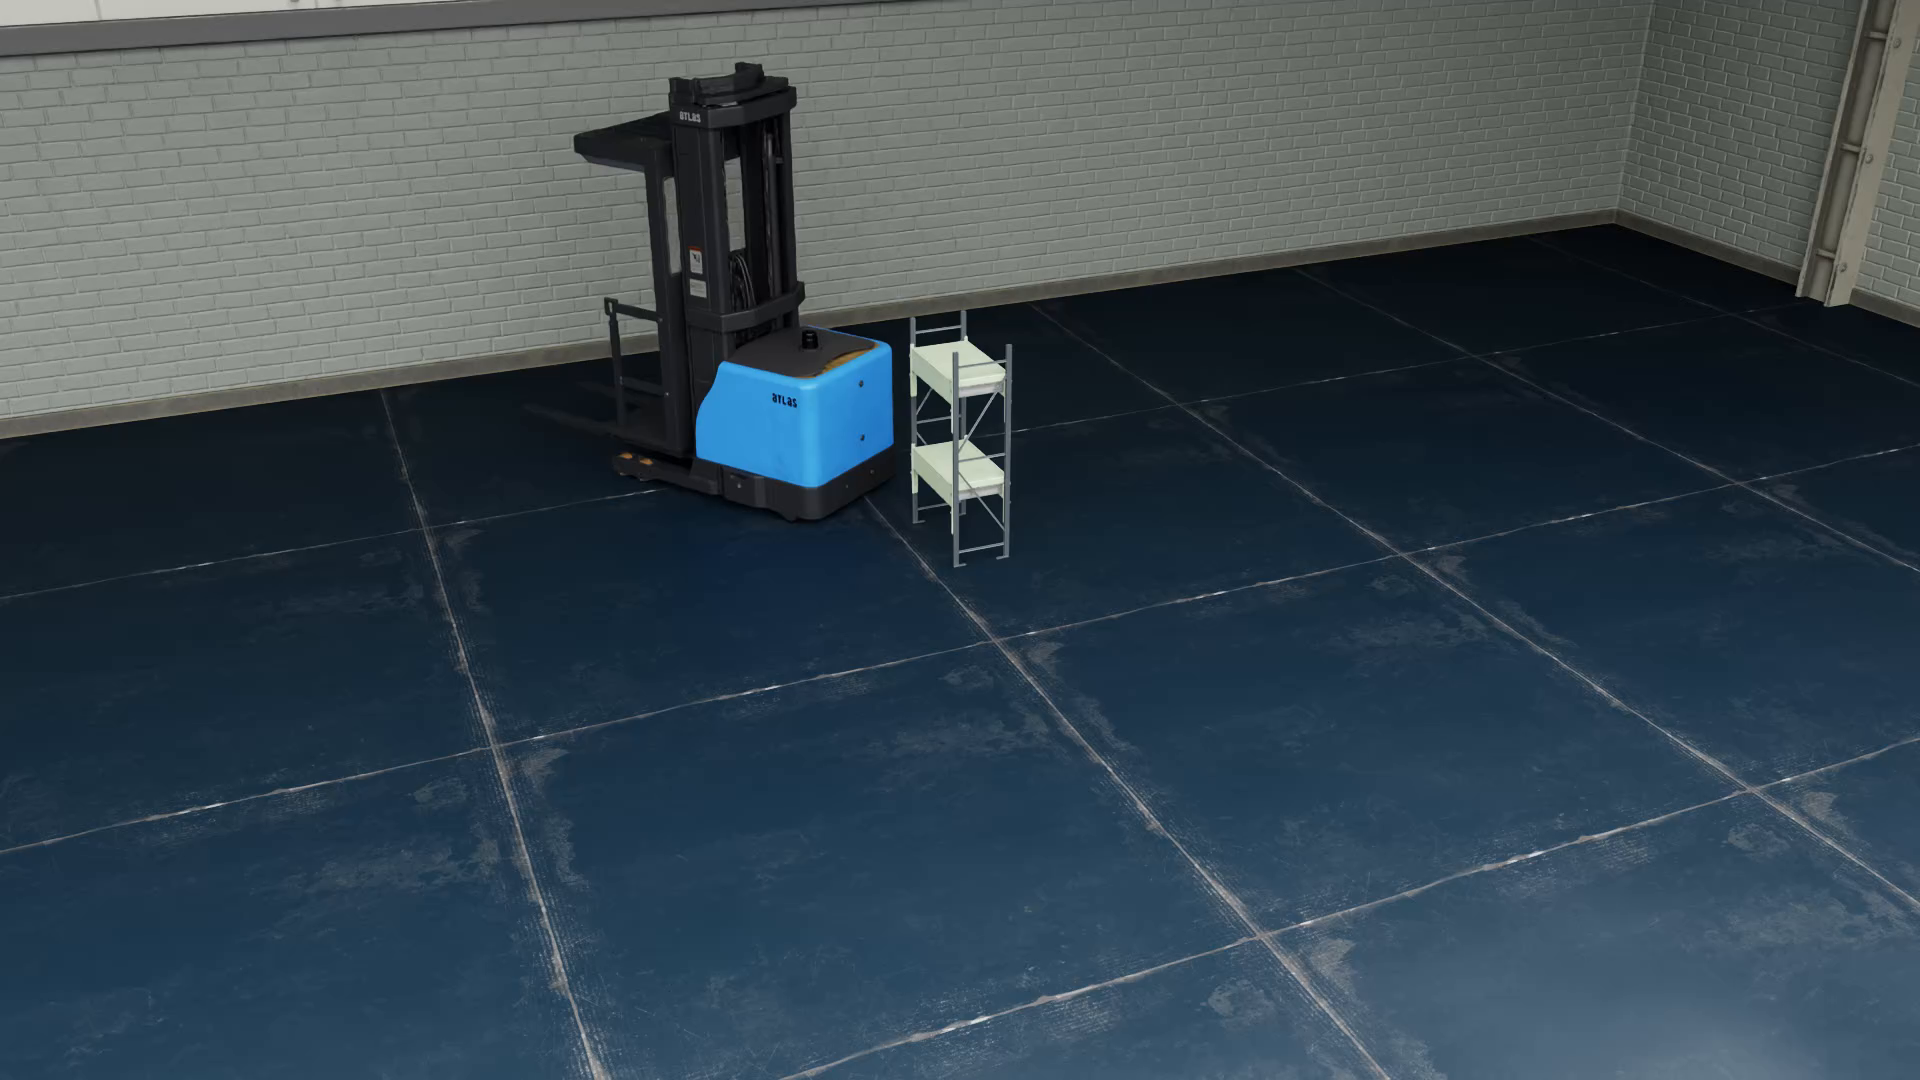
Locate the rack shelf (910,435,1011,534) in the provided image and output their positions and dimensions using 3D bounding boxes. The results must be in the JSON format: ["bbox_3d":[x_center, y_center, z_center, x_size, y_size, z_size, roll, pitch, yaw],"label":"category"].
[{"bbox_3d":[-0.003,-0.384,11.216,0.431,0.370,0.720,-11,28,-21],"label":"rack shelf"}]

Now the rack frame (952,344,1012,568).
[{"bbox_3d":[0.141,-0.529,10.770,0.400,1.500,0.023,-11,28,-21],"label":"rack frame"}]

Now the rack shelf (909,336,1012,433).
[{"bbox_3d":[-0.003,-1.027,10.901,0.431,0.370,0.720,-11,28,-21],"label":"rack shelf"}]

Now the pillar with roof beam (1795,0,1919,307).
[{"bbox_3d":[4.443,-5.650,12.711,9.100,9.000,0.400,-11,28,-21],"label":"pillar with roof beam"}]

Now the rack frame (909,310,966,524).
[{"bbox_3d":[-0.146,-0.824,11.375,0.400,1.500,0.023,-11,28,-21],"label":"rack frame"}]

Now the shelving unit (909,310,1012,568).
[{"bbox_3d":[-0.003,-0.677,11.073,0.431,1.500,0.755,-11,28,-21],"label":"shelving unit"}]

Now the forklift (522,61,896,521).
[{"bbox_3d":[-1.986,-1.926,12.000,3.031,2.935,1.130,16,30,29],"label":"forklift"}]
